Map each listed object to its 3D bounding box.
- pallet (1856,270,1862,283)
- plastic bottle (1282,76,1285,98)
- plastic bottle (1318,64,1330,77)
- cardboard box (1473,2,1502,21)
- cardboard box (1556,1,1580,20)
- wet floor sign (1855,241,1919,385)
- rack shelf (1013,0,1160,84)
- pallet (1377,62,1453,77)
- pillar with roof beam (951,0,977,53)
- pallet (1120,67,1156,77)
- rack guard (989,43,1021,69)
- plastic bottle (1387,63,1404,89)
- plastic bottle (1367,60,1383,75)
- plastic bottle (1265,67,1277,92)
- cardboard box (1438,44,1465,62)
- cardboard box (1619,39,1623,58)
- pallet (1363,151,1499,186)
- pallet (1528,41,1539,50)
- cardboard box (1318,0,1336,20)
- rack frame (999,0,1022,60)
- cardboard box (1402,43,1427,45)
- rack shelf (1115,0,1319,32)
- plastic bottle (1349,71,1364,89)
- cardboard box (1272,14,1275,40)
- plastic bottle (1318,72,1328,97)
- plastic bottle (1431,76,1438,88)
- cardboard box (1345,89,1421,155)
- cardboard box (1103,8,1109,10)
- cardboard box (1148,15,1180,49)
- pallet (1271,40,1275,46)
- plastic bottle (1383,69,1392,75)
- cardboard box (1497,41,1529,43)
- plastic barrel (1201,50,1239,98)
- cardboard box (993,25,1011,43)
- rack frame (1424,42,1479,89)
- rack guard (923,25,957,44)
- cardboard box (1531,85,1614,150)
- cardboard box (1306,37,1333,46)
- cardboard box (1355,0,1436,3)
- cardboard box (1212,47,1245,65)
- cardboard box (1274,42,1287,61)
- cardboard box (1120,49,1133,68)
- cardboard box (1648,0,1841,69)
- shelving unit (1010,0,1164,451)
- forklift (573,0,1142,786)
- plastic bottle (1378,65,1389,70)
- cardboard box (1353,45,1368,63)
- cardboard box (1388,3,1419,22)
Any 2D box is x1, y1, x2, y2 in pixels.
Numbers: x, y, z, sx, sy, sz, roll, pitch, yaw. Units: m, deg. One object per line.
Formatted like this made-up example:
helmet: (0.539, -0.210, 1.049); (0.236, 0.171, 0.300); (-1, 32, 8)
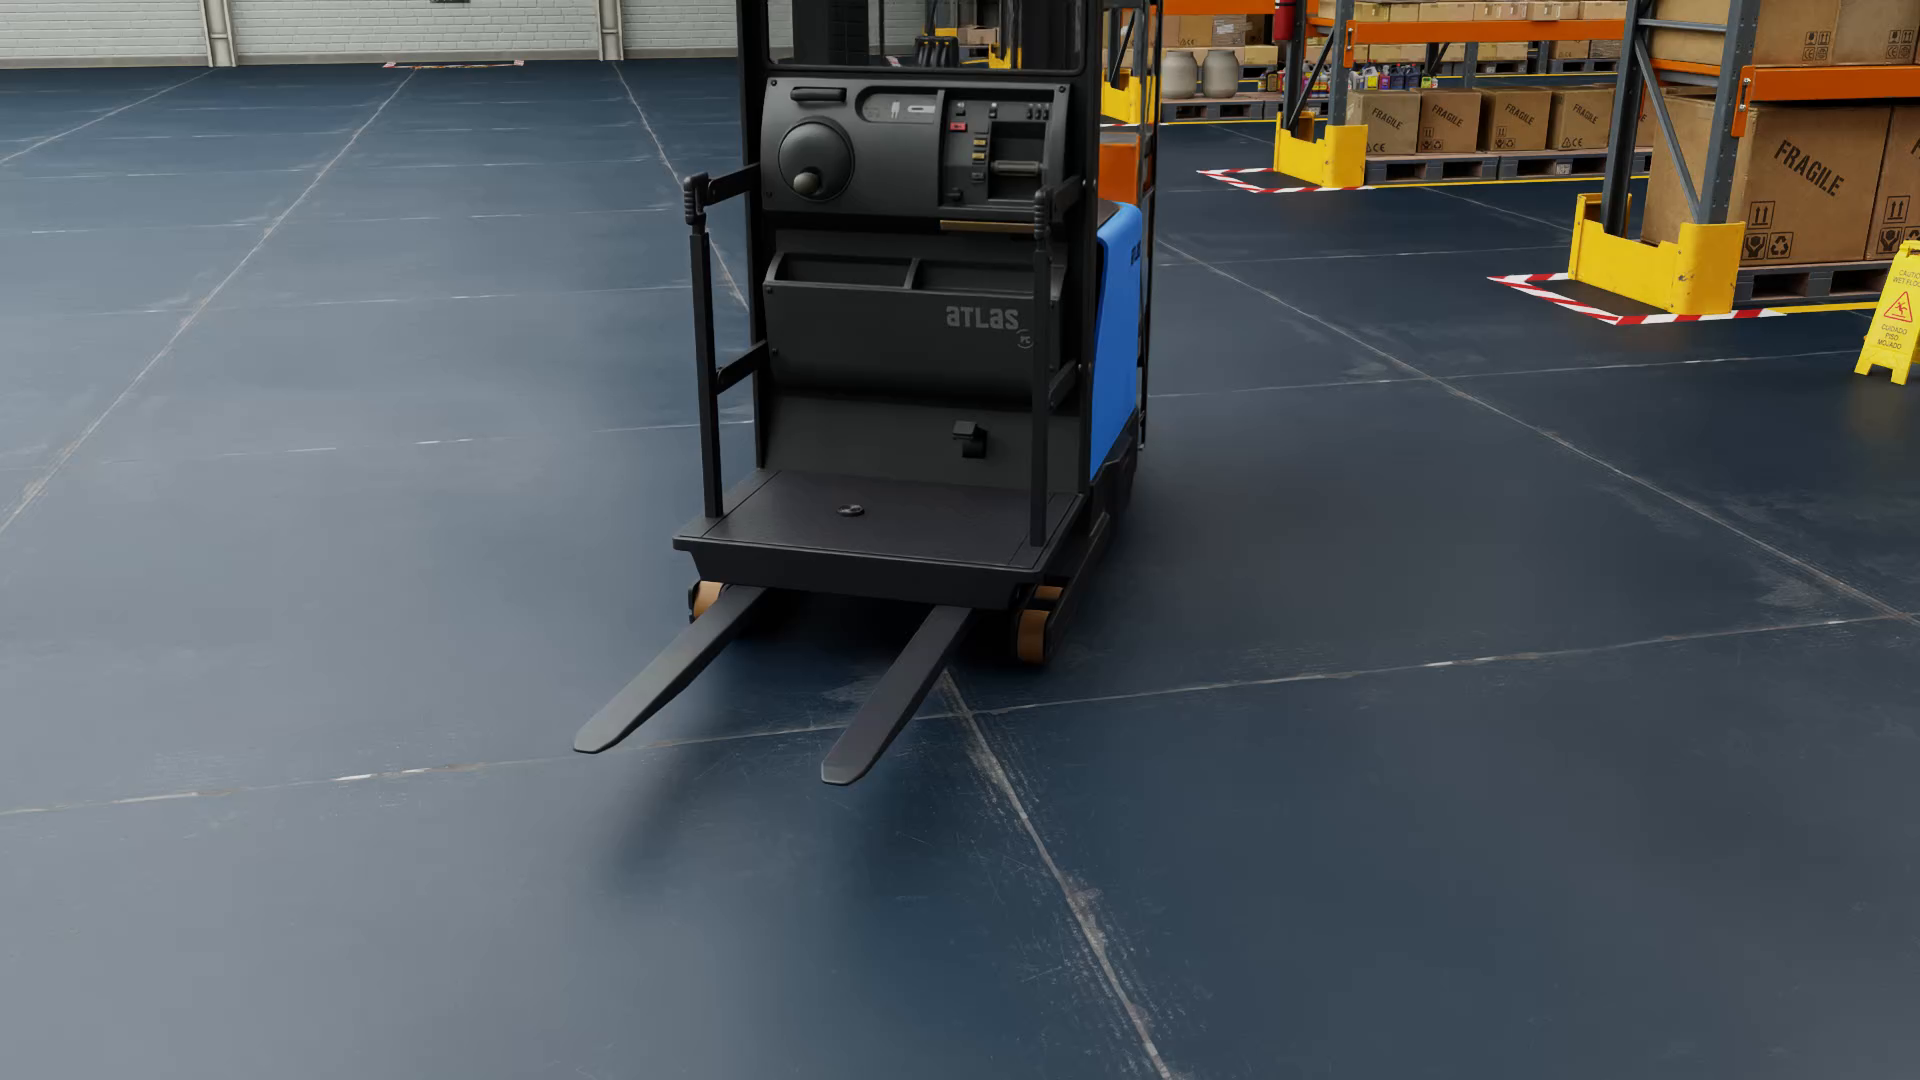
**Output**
pallet: (5.991, -1.731, 10.233); (1.213, 0.211, 1.003); (-5, 21, -12)
plastic bottle: (3.699, -5.146, 18.829); (0.097, 0.271, 0.097); (0, 20, 0)
plastic bottle: (4.277, -5.487, 19.645); (0.185, 0.351, 0.144); (-5, 21, -13)
cardboard box: (4.313, -4.421, 13.887); (0.250, 0.149, 0.380); (-5, 21, -12)
cardboard box: (5.030, -4.499, 14.100); (0.250, 0.149, 0.380); (-5, 21, -12)
wet floor sign: (4.473, -1.085, 7.838); (0.232, 0.644, 0.267); (-8, 22, -22)
rack shelf: (0.479, -1.985, 6.180); (0.480, 0.518, 0.431); (5, 20, 14)
pallet: (6.517, -7.016, 24.661); (1.213, 0.211, 1.003); (-5, 21, -12)
pillar with roof beam: (1.056, -11.219, 23.357); (0.400, 9.000, 9.100); (-5, 21, -12)
pallet: (2.646, -6.700, 23.799); (1.213, 0.211, 1.003); (-5, 21, -12)
rack guard: (0.703, -6.664, 23.280); (0.348, 0.500, 1.175); (-5, 21, -12)
plastic bottle: (5.009, -5.298, 19.129); (0.185, 0.351, 0.144); (-6, 21, -15)
plastic bottle: (4.908, -5.488, 19.646); (0.185, 0.351, 0.144); (-5, 21, -12)
plastic bottle: (3.659, -5.420, 19.559); (0.133, 0.283, 0.061); (-4, 21, -11)
cardboard box: (7.065, -7.175, 24.428); (0.500, 0.250, 0.500); (-4, 21, -11)
cardboard box: (10.018, -7.528, 24.998); (0.500, 0.500, 0.500); (-5, 21, -13)
pallet: (3.875, -3.273, 14.442); (1.213, 0.211, 1.003); (-5, 21, -12)
pallet: (10.528, -9.052, 30.218); (1.213, 0.211, 1.003); (-5, 21, -12)
cardboard box: (3.233, -4.497, 14.096); (0.250, 0.149, 0.380); (-5, 21, -12)
rack frame: (0.727, -7.840, 22.856); (0.127, 3.000, 1.000); (-5, 21, -12)
cardboard box: (6.575, -7.397, 24.219); (0.500, 0.311, 0.500); (-4, 21, -11)
rack shelf: (3.809, -6.002, 18.884); (4.000, 0.370, 1.077); (-5, 21, -12)
plastic bottle: (4.535, -5.226, 19.040); (0.135, 0.276, 0.152); (-4, 21, -11)
cardboard box: (5.186, -8.996, 29.005); (0.500, 0.500, 0.700); (-4, 21, -12)
plastic bottle: (4.130, -5.181, 18.925); (0.097, 0.271, 0.097); (0, 20, 0)
plastic bottle: (5.474, -5.258, 19.235); (0.097, 0.201, 0.097); (0, 20, 0)
cardboard box: (3.614, -3.591, 14.280); (0.500, 0.500, 0.500); (-1, 20, -2)
cardboard box: (2.150, -7.324, 23.745); (0.500, 0.500, 0.500); (-5, 21, -12)
cardboard box: (2.760, -7.184, 23.362); (0.500, 0.500, 0.500); (-5, 21, -12)
pallet: (5.423, -8.665, 29.162); (1.213, 0.211, 1.003); (-5, 21, -12)
plastic bottle: (4.950, -5.311, 19.272); (0.135, 0.276, 0.152); (-5, 21, -12)
cardboard box: (8.059, -7.519, 24.550); (0.500, 0.311, 0.500); (-4, 21, -11)
plastic barrel: (2.974, -5.328, 19.005); (0.421, 0.512, 0.421); (0, 20, 0)
cardboard box: (0.832, -8.512, 27.959); (0.500, 0.311, 0.500); (-3, 20, -8)
rack frame: (5.756, -6.498, 19.193); (0.127, 3.000, 1.000); (-5, 21, -12)
rack guard: (-0.343, -8.330, 27.828); (0.348, 0.500, 1.175); (-5, 21, -12)
cardboard box: (5.355, -3.722, 14.638); (0.500, 0.500, 0.500); (-7, 21, -17)
cardboard box: (5.079, -7.275, 23.886); (0.500, 0.311, 0.500); (-5, 21, -12)
cardboard box: (3.544, -4.745, 13.828); (0.500, 0.500, 0.875); (-5, 21, -12)
cardboard box: (3.730, -6.916, 23.722); (0.500, 0.250, 0.500); (-5, 21, -12)
cardboard box: (4.956, -7.192, 24.475); (0.500, 0.250, 0.500); (-5, 21, -13)
cardboard box: (2.272, -6.794, 23.388); (0.500, 0.250, 0.500); (-5, 21, -12)
cardboard box: (4.396, -2.970, 9.344); (0.550, 0.550, 0.875); (-5, 21, -12)
shelving unit: (0.478, -1.339, 6.411); (0.503, 2.100, 0.431); (5, 20, 14)
forklift: (-0.190, -1.158, 4.714); (1.130, 2.935, 3.031); (5, 21, 14)
plastic bottle: (5.036, -5.513, 19.823); (0.135, 0.276, 0.152); (-4, 20, -11)
cardboard box: (5.567, -7.052, 24.091); (0.500, 0.250, 0.500); (-4, 21, -11)
cardboard box: (3.583, -4.362, 13.726); (0.250, 0.149, 0.380); (-5, 21, -12)
